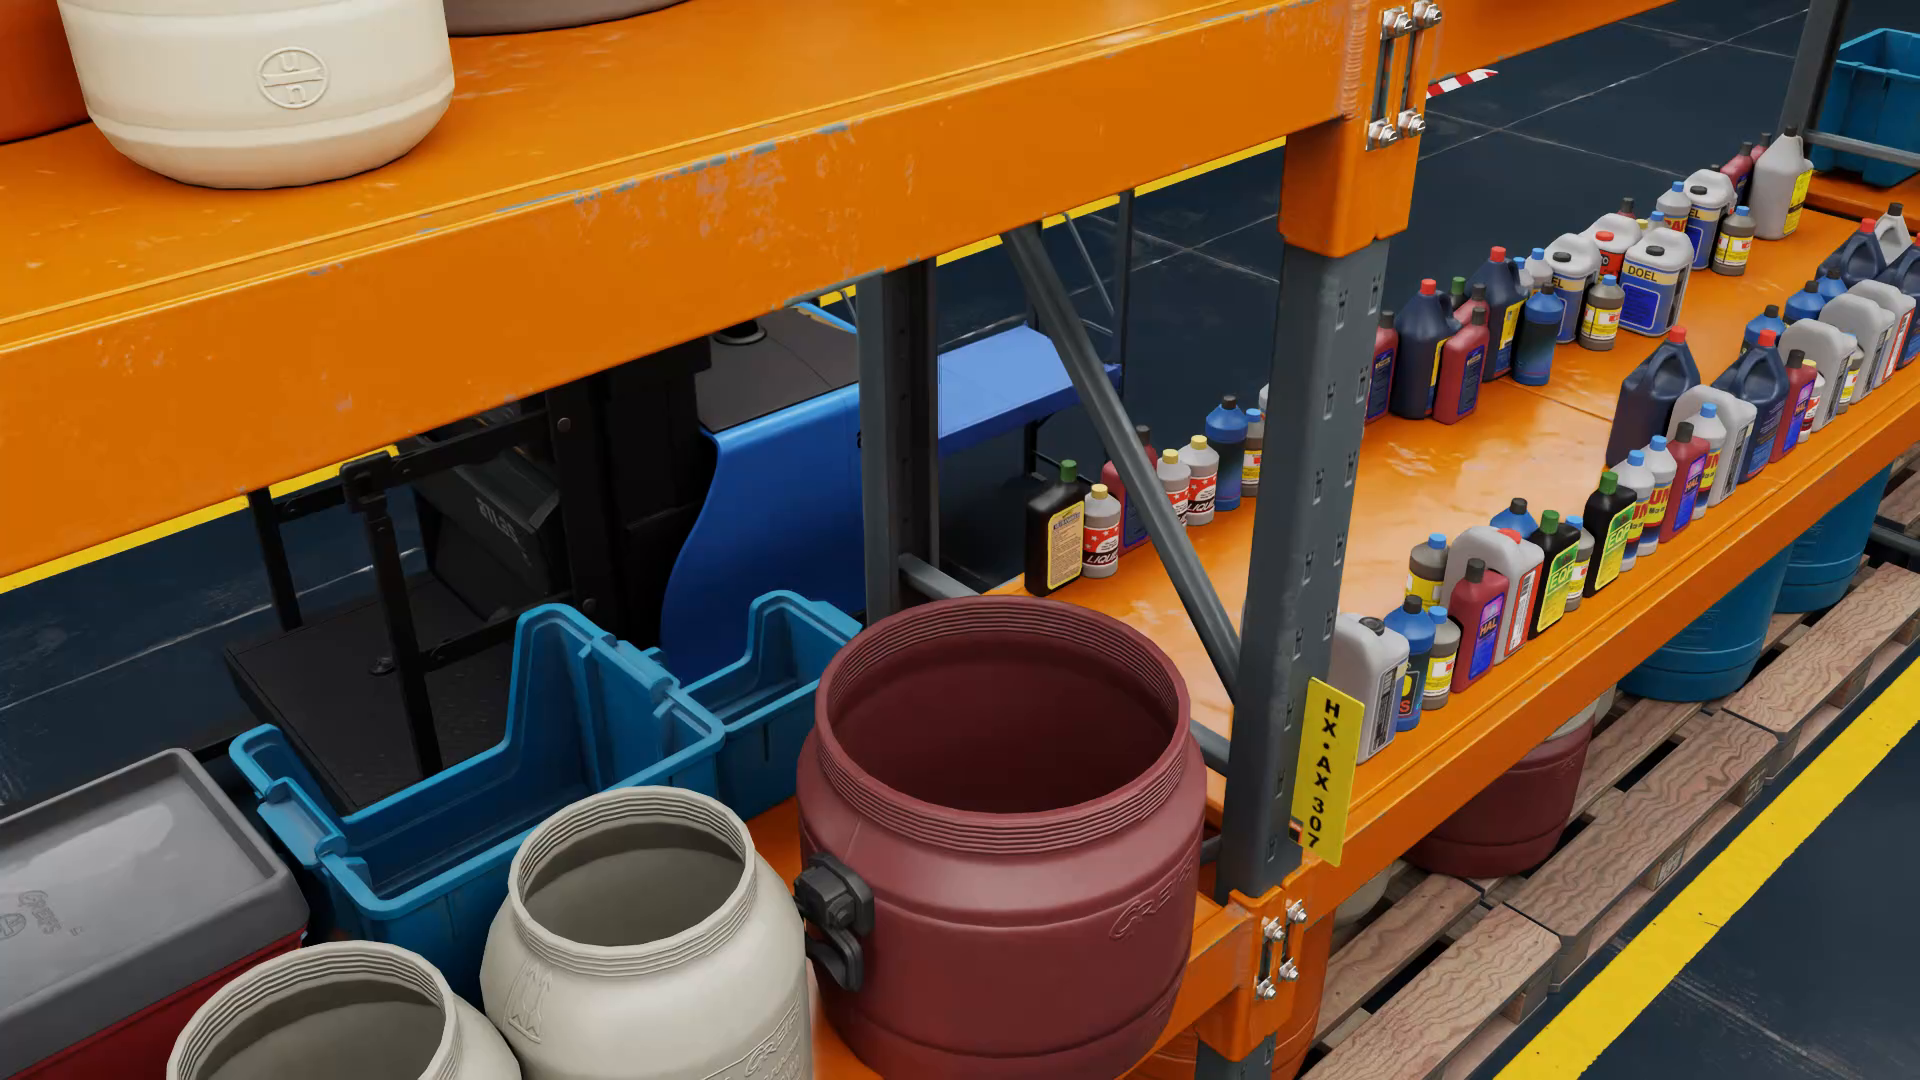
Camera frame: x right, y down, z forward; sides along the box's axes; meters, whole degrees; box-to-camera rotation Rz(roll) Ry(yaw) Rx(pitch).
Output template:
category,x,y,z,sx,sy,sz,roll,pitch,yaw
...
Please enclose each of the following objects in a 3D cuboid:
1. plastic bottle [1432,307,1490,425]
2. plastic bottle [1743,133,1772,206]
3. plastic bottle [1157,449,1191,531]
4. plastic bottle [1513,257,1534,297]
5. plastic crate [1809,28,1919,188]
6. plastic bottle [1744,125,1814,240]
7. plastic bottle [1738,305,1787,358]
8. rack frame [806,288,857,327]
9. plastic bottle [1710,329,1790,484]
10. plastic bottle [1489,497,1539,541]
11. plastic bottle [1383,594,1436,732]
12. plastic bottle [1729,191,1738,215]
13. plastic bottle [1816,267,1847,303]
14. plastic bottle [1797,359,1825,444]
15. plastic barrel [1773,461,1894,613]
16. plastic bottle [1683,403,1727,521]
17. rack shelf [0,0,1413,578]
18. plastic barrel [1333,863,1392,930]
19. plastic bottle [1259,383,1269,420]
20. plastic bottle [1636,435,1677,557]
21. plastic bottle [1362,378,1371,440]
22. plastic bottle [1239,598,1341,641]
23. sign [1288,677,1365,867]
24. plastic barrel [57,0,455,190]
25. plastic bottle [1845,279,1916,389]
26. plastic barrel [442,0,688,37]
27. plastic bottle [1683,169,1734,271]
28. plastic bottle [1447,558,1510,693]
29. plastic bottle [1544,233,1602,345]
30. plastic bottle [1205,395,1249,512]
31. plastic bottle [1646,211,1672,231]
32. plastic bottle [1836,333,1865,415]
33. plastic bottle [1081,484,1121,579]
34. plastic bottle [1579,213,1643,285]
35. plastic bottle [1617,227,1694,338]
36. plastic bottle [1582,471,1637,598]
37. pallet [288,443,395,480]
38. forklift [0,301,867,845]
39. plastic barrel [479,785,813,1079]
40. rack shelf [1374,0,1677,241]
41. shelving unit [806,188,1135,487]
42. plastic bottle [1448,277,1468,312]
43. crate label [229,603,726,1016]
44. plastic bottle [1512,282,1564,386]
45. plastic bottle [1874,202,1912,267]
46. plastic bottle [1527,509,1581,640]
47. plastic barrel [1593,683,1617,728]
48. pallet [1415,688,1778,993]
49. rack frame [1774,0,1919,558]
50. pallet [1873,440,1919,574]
category,x,y,z,sx,sy,sz,roll,pitch,yaw
plastic bottle,1.273,-0.443,4.211,0.133,0.283,0.061,-26,40,-35
plastic bottle,2.569,-1.172,5.404,0.133,0.283,0.061,-26,40,-35
plastic bottle,0.467,-0.108,3.741,0.097,0.201,0.097,0,31,0
plastic bottle,1.505,-0.640,4.544,0.097,0.271,0.097,0,31,0
plastic crate,3.238,-1.504,5.792,0.575,0.384,0.392,-26,40,-35
plastic bottle,2.620,-1.153,5.307,0.185,0.351,0.144,-26,40,-35
plastic bottle,2.054,-0.473,4.272,0.097,0.271,0.097,0,31,0
rack frame,-0.347,-0.473,5.586,0.032,1.500,0.500,-24,39,-34
plastic bottle,1.868,-0.326,3.955,0.185,0.351,0.144,-26,40,-35
plastic bottle,1.133,0.037,3.438,0.097,0.271,0.097,0,31,0
plastic bottle,0.835,0.224,3.131,0.097,0.271,0.097,0,31,0
plastic bottle,2.399,-1.042,5.269,0.097,0.201,0.097,0,31,0
plastic bottle,2.322,-0.603,4.484,0.097,0.271,0.097,0,31,0
plastic bottle,2.086,-0.351,4.139,0.097,0.201,0.097,0,31,0
plastic barrel,2.717,-0.286,5.452,0.708,0.901,0.600,-26,40,-35
plastic bottle,1.682,-0.185,3.801,0.097,0.271,0.097,0,31,0
rack shelf,-1.272,-0.033,1.244,4.000,0.370,1.077,-26,40,-35
plastic barrel,0.895,0.698,4.216,0.421,0.512,0.421,0,31,0
plastic bottle,0.753,-0.276,3.949,0.097,0.271,0.097,0,31,0
plastic bottle,1.513,-0.103,3.667,0.097,0.271,0.097,0,31,0
plastic bottle,0.967,-0.350,4.137,0.097,0.201,0.097,0,31,0
plastic bottle,0.628,0.195,3.175,0.135,0.276,0.152,-26,40,-35
sign,0.574,0.368,2.616,0.005,0.325,0.100,-26,40,-35
plastic barrel,-0.579,-0.450,1.369,0.301,0.262,0.301,0,31,0
plastic bottle,2.421,-0.564,4.416,0.135,0.276,0.152,-26,40,-35
plastic barrel,-0.555,-1.055,1.745,0.600,0.901,0.600,0,31,0
plastic bottle,2.261,-0.988,5.109,0.135,0.276,0.152,-26,40,-35
plastic bottle,1.004,0.151,3.240,0.133,0.283,0.061,-26,40,-35
plastic bottle,1.680,-0.707,4.650,0.135,0.276,0.152,-26,40,-35
plastic bottle,0.610,-0.207,3.836,0.097,0.271,0.097,0,31,0
plastic bottle,2.086,-0.891,5.022,0.097,0.201,0.097,0,31,0
plastic bottle,2.256,-0.433,4.273,0.097,0.201,0.097,0,31,0
plastic bottle,0.298,-0.026,3.608,0.097,0.201,0.097,0,31,0
plastic bottle,1.850,-0.789,4.784,0.135,0.276,0.152,-26,40,-35
plastic bottle,1.954,-0.731,4.689,0.135,0.276,0.152,-26,40,-35
plastic bottle,1.369,-0.026,3.529,0.133,0.283,0.061,-26,40,-35
pallet,-2.597,-0.727,7.237,1.213,0.211,1.003,-26,40,-35
forklift,-1.536,-0.569,4.371,3.031,2.935,1.130,-24,39,-34
plastic barrel,-0.414,0.629,2.239,0.421,0.512,0.421,0,31,0
rack shelf,1.661,-1.452,3.564,4.000,0.370,1.077,-26,40,-35
shelving unit,0.040,-0.645,5.867,1.048,1.500,0.538,-24,39,-34
plastic bottle,1.273,-0.545,4.378,0.133,0.283,0.061,-26,40,-35
crate label,-0.718,0.464,2.582,0.616,0.435,0.502,-26,40,-35
plastic bottle,1.532,-0.550,4.397,0.097,0.271,0.097,0,31,0
plastic bottle,2.578,-0.772,4.684,0.185,0.351,0.144,-26,40,-35
plastic bottle,1.200,0.056,3.395,0.133,0.283,0.061,-26,40,-35
plastic barrel,1.723,0.297,4.871,0.421,0.512,0.421,0,31,0
pallet,1.639,0.693,4.914,1.213,0.211,1.003,-26,40,-35
rack frame,3.128,-1.189,5.319,0.127,3.000,1.000,-26,40,-35
pallet,3.641,-0.275,6.497,1.213,0.211,1.003,-26,40,-35
